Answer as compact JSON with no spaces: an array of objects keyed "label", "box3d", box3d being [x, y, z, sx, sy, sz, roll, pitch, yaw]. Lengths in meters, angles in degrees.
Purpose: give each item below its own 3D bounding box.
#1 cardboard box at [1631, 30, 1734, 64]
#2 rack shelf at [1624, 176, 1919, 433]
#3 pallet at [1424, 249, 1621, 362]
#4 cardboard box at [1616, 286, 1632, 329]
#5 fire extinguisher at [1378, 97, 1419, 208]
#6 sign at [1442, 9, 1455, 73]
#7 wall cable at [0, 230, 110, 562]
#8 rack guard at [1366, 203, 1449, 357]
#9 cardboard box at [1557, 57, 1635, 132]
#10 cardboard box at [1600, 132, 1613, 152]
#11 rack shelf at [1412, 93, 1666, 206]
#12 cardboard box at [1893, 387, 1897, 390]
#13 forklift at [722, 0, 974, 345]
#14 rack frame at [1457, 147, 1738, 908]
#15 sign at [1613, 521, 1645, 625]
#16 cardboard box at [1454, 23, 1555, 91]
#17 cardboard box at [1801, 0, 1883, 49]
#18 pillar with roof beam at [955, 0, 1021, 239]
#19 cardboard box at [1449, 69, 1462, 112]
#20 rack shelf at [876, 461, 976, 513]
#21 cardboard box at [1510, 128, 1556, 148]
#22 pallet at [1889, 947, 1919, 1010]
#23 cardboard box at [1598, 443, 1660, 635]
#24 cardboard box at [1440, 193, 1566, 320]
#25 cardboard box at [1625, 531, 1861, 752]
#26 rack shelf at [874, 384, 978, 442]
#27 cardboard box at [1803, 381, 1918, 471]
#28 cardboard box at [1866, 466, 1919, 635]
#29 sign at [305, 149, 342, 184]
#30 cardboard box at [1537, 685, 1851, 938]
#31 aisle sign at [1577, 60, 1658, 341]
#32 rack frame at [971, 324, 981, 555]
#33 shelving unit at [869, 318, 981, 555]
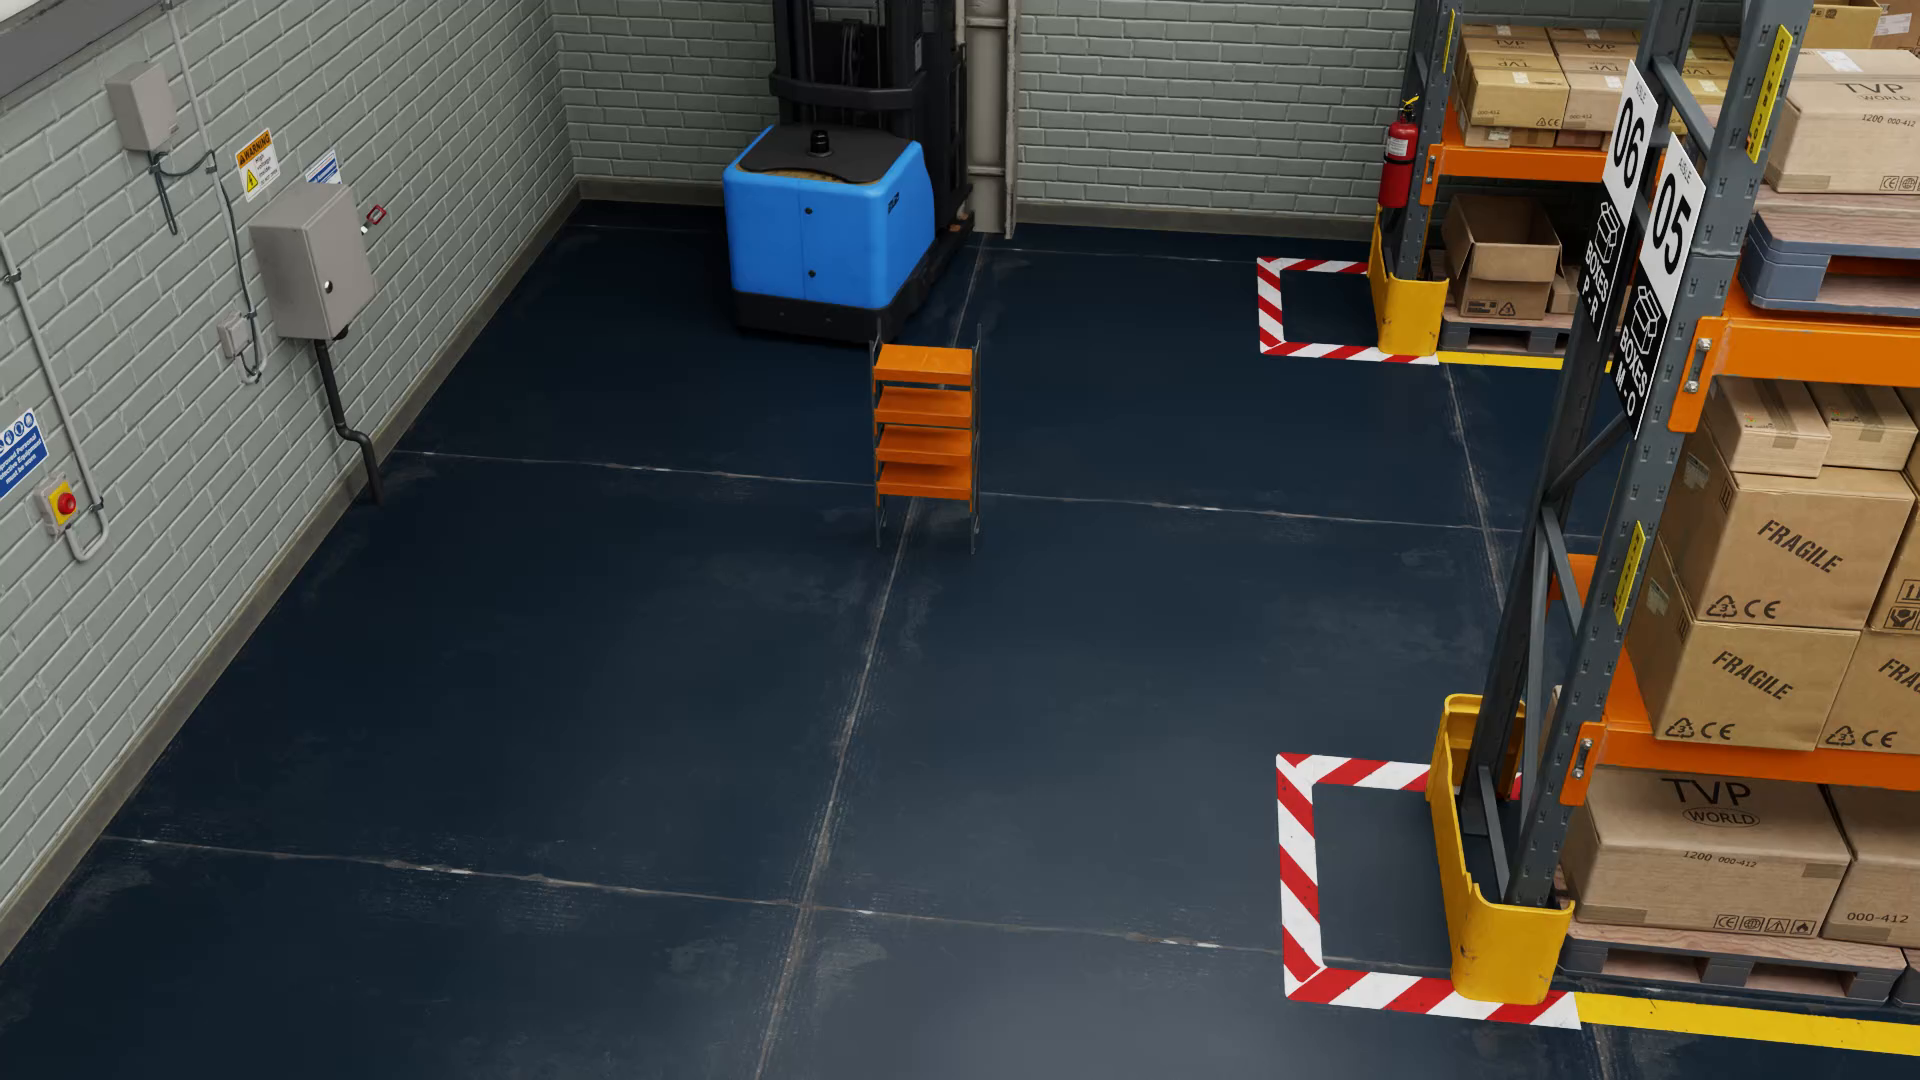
[{"label":"cardboard box","box3d":[4.235,-2.794,9.812,0.500,0.250,0.500,5,36,7]},{"label":"rack shelf","box3d":[4.098,-0.613,4.921,4.000,0.370,1.077,4,36,6]},{"label":"pallet","box3d":[3.609,-1.494,10.519,1.213,0.211,1.003,4,36,6]},{"label":"cardboard box","box3d":[4.181,-1.661,10.142,0.500,0.500,0.700,6,36,8]},{"label":"fire extinguisher","box3d":[2.538,-2.254,9.571,0.183,0.674,0.296,4,36,6]},{"label":"sign","box3d":[2.674,-2.733,9.109,0.005,0.325,0.100,4,36,6]},{"label":"wall cable","box3d":[-3.481,-0.663,6.052,0.123,1.953,0.585,4,36,6]},{"label":"rack guard","box3d":[2.819,-1.670,10.517,0.348,0.500,1.175,4,36,6]},{"label":"cardboard box","box3d":[3.659,-2.527,9.439,0.500,0.250,0.500,5,36,6]},{"label":"cardboard box","box3d":[3.800,-2.363,9.552,0.250,0.149,0.380,5,36,7]},{"label":"rack shelf","box3d":[4.727,-2.252,9.800,4.000,0.370,1.077,4,36,6]},{"label":"cardboard box","box3d":[3.145,-0.360,5.583,0.500,0.500,0.500,4,36,6]},{"label":"forklift","box3d":[-0.530,-3.239,10.623,1.130,2.935,3.031,9,37,13]},{"label":"rack frame","box3d":[2.115,0.167,5.791,0.127,3.000,1.000,4,36,6]},{"label":"sign","box3d":[2.038,0.102,5.069,0.005,0.325,0.100,4,36,6]},{"label":"cardboard box","box3d":[3.233,-2.872,9.922,0.500,0.250,0.500,5,36,7]},{"label":"cardboard box","box3d":[4.647,-2.759,9.118,0.500,0.500,0.500,5,36,7]},{"label":"pillar with roof beam","box3d":[-0.365,-3.373,5.587,0.400,9.000,9.100,4,36,6]},{"label":"cardboard box","box3d":[3.106,-2.721,10.054,0.250,0.149,0.380,4,36,5]},{"label":"rack shelf","box3d":[-0.164,-0.284,8.430,0.480,0.148,0.258,4,36,6]},{"label":"cardboard box","box3d":[3.292,-2.416,9.627,0.250,0.149,0.380,5,36,7]},{"label":"pallet","box3d":[4.124,1.408,6.452,1.213,0.211,1.003,4,36,6]},{"label":"cardboard box","box3d":[2.627,0.010,5.925,0.500,0.500,0.500,4,36,6]},{"label":"cardboard box","box3d":[3.338,-1.748,10.262,0.637,0.503,0.797,3,36,4]},{"label":"cardboard box","box3d":[2.554,0.328,5.480,0.500,0.500,0.500,4,36,6]},{"label":"rack shelf","box3d":[-0.164,-0.628,8.185,0.480,0.148,0.258,4,36,6]},{"label":"cardboard box","box3d":[2.701,-0.380,5.053,0.250,0.149,0.380,5,36,7]},{"label":"cardboard box","box3d":[3.068,-0.047,5.143,0.500,0.500,0.500,3,36,5]},{"label":"sign","box3d":[-3.211,-1.697,8.485,0.001,0.494,0.329,4,36,6]},{"label":"cardboard box","box3d":[2.782,1.030,6.425,0.875,0.438,0.875,3,36,4]},{"label":"aisle sign","box3d":[2.083,-1.075,5.293,0.004,0.787,0.394,4,36,6]},{"label":"rack frame","box3d":[0.078,-0.483,8.250,0.015,1.200,0.240,4,36,6]},{"label":"shelving unit","box3d":[-0.164,-0.501,8.276,0.503,1.200,0.258,4,36,6]}]
